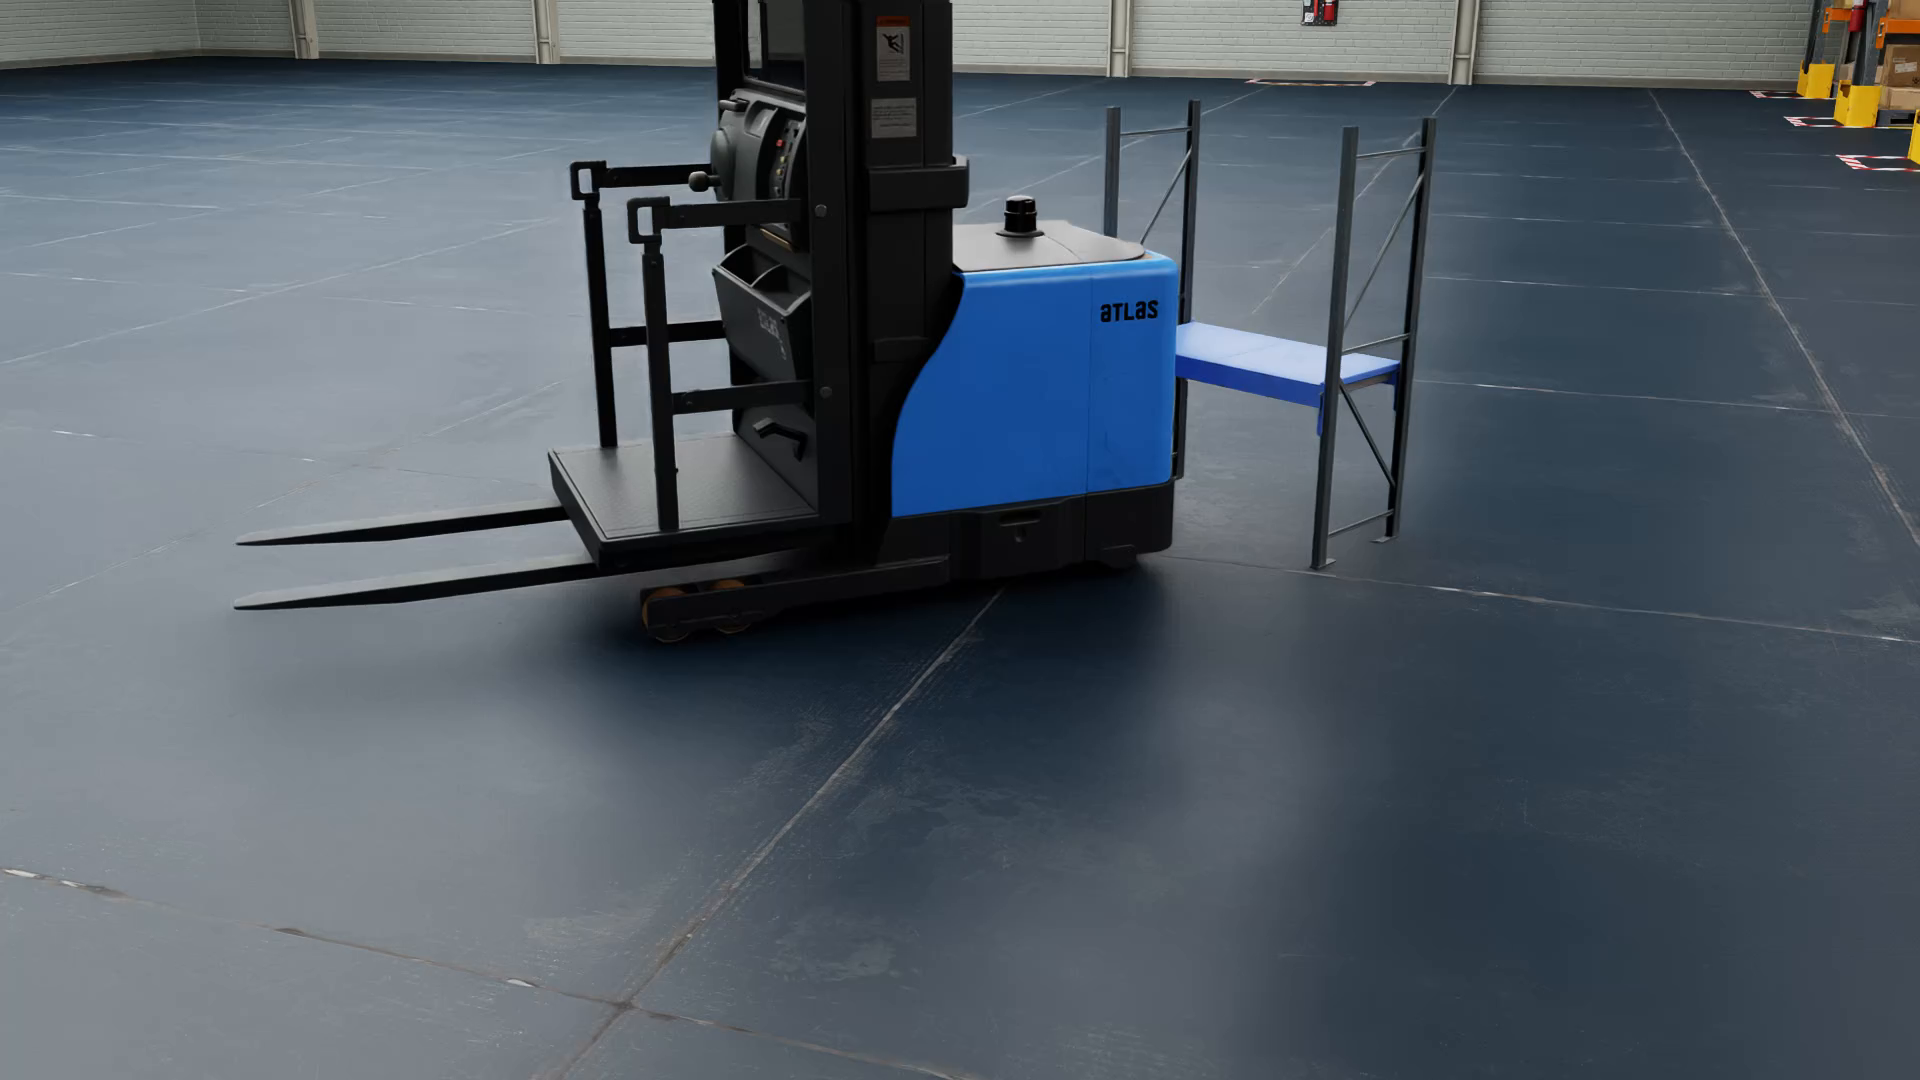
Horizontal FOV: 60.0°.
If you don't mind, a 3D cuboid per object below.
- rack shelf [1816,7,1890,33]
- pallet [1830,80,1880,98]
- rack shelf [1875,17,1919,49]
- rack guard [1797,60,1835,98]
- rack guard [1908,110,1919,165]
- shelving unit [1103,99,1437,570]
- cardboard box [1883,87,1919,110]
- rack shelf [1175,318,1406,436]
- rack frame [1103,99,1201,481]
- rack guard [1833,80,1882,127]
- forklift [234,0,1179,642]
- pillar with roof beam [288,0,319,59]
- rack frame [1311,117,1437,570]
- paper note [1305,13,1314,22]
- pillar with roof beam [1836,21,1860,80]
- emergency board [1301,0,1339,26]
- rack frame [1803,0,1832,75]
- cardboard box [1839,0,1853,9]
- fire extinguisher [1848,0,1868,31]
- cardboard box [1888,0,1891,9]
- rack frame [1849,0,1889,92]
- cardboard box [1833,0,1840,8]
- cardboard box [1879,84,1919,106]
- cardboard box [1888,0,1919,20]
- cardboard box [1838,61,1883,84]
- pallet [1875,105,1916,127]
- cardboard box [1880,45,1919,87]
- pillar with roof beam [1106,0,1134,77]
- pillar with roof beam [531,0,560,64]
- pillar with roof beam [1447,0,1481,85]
[{"bbox_3d":[15.185,-7.838,25.099,4.000,0.370,1.077,7,20,18],"label":"rack shelf"},{"bbox_3d":[14.124,-6.970,25.753,1.213,0.211,1.003,7,20,18],"label":"pallet"},{"bbox_3d":[13.563,-6.298,20.679,4.000,0.370,1.077,7,20,18],"label":"rack shelf"},{"bbox_3d":[13.368,-7.206,25.988,0.348,0.500,1.175,7,20,18],"label":"rack guard"},{"bbox_3d":[10.132,-4.140,17.193,0.348,0.500,1.175,7,20,18],"label":"rack guard"},{"bbox_3d":[1.070,-0.787,6.056,0.538,1.500,1.048,-17,25,-40],"label":"shelving unit"},{"bbox_3d":[12.107,-5.626,21.199,0.500,0.250,0.500,7,20,18],"label":"cardboard box"},{"bbox_3d":[1.070,-0.617,6.115,0.538,0.185,1.000,-17,25,-40],"label":"rack shelf"},{"bbox_3d":[0.723,-0.909,6.407,0.500,1.500,0.032,-17,25,-40],"label":"rack frame"},{"bbox_3d":[11.651,-5.676,21.599,0.348,0.500,1.175,7,20,18],"label":"rack guard"},{"bbox_3d":[-0.828,-1.263,5.246,3.031,2.935,1.130,-7,21,-20],"label":"forklift"},{"bbox_3d":[-15.510,-13.322,30.624,0.400,9.000,9.100,7,20,18],"label":"pillar with roof beam"},{"bbox_3d":[1.417,-0.665,5.704,0.500,1.500,0.032,-17,25,-40],"label":"rack frame"},{"bbox_3d":[6.107,-9.139,29.076,0.142,0.148,0.016,7,20,18],"label":"paper note"},{"bbox_3d":[12.828,-10.082,21.328,0.400,9.000,9.100,7,20,18],"label":"pillar with roof beam"},{"bbox_3d":[6.251,-9.514,28.814,0.643,1.169,0.194,7,20,18],"label":"emergency board"},{"bbox_3d":[13.296,-8.394,25.600,0.127,3.000,1.000,7,20,18],"label":"rack frame"},{"bbox_3d":[13.653,-8.181,25.187,0.500,0.250,0.500,6,20,16],"label":"cardboard box"},{"bbox_3d":[11.715,-6.974,21.644,0.183,0.674,0.296,7,20,18],"label":"fire extinguisher"},{"bbox_3d":[14.148,-8.130,25.039,0.500,0.250,0.500,6,20,16],"label":"cardboard box"},{"bbox_3d":[11.674,-6.854,21.181,0.127,3.000,1.000,7,20,18],"label":"rack frame"},{"bbox_3d":[13.801,-8.343,25.650,0.500,0.250,0.500,7,20,19],"label":"cardboard box"},{"bbox_3d":[12.277,-5.787,21.661,0.500,0.250,0.500,7,20,18],"label":"cardboard box"},{"bbox_3d":[12.111,-6.846,21.008,0.500,0.500,0.700,7,20,18],"label":"cardboard box"},{"bbox_3d":[13.920,-7.230,25.676,0.500,0.311,0.500,4,20,12],"label":"cardboard box"},{"bbox_3d":[12.410,-5.467,21.440,1.213,0.211,1.003,7,20,18],"label":"pallet"},{"bbox_3d":[12.278,-6.142,21.540,0.500,0.500,0.500,7,20,18],"label":"cardboard box"},{"bbox_3d":[1.493,-11.378,25.046,0.400,9.000,9.100,7,20,18],"label":"pillar with roof beam"},{"bbox_3d":[-9.843,-12.674,28.765,0.400,9.000,9.100,7,20,18],"label":"pillar with roof beam"},{"bbox_3d":[7.161,-10.730,23.187,0.400,9.000,9.100,7,20,18],"label":"pillar with roof beam"}]
